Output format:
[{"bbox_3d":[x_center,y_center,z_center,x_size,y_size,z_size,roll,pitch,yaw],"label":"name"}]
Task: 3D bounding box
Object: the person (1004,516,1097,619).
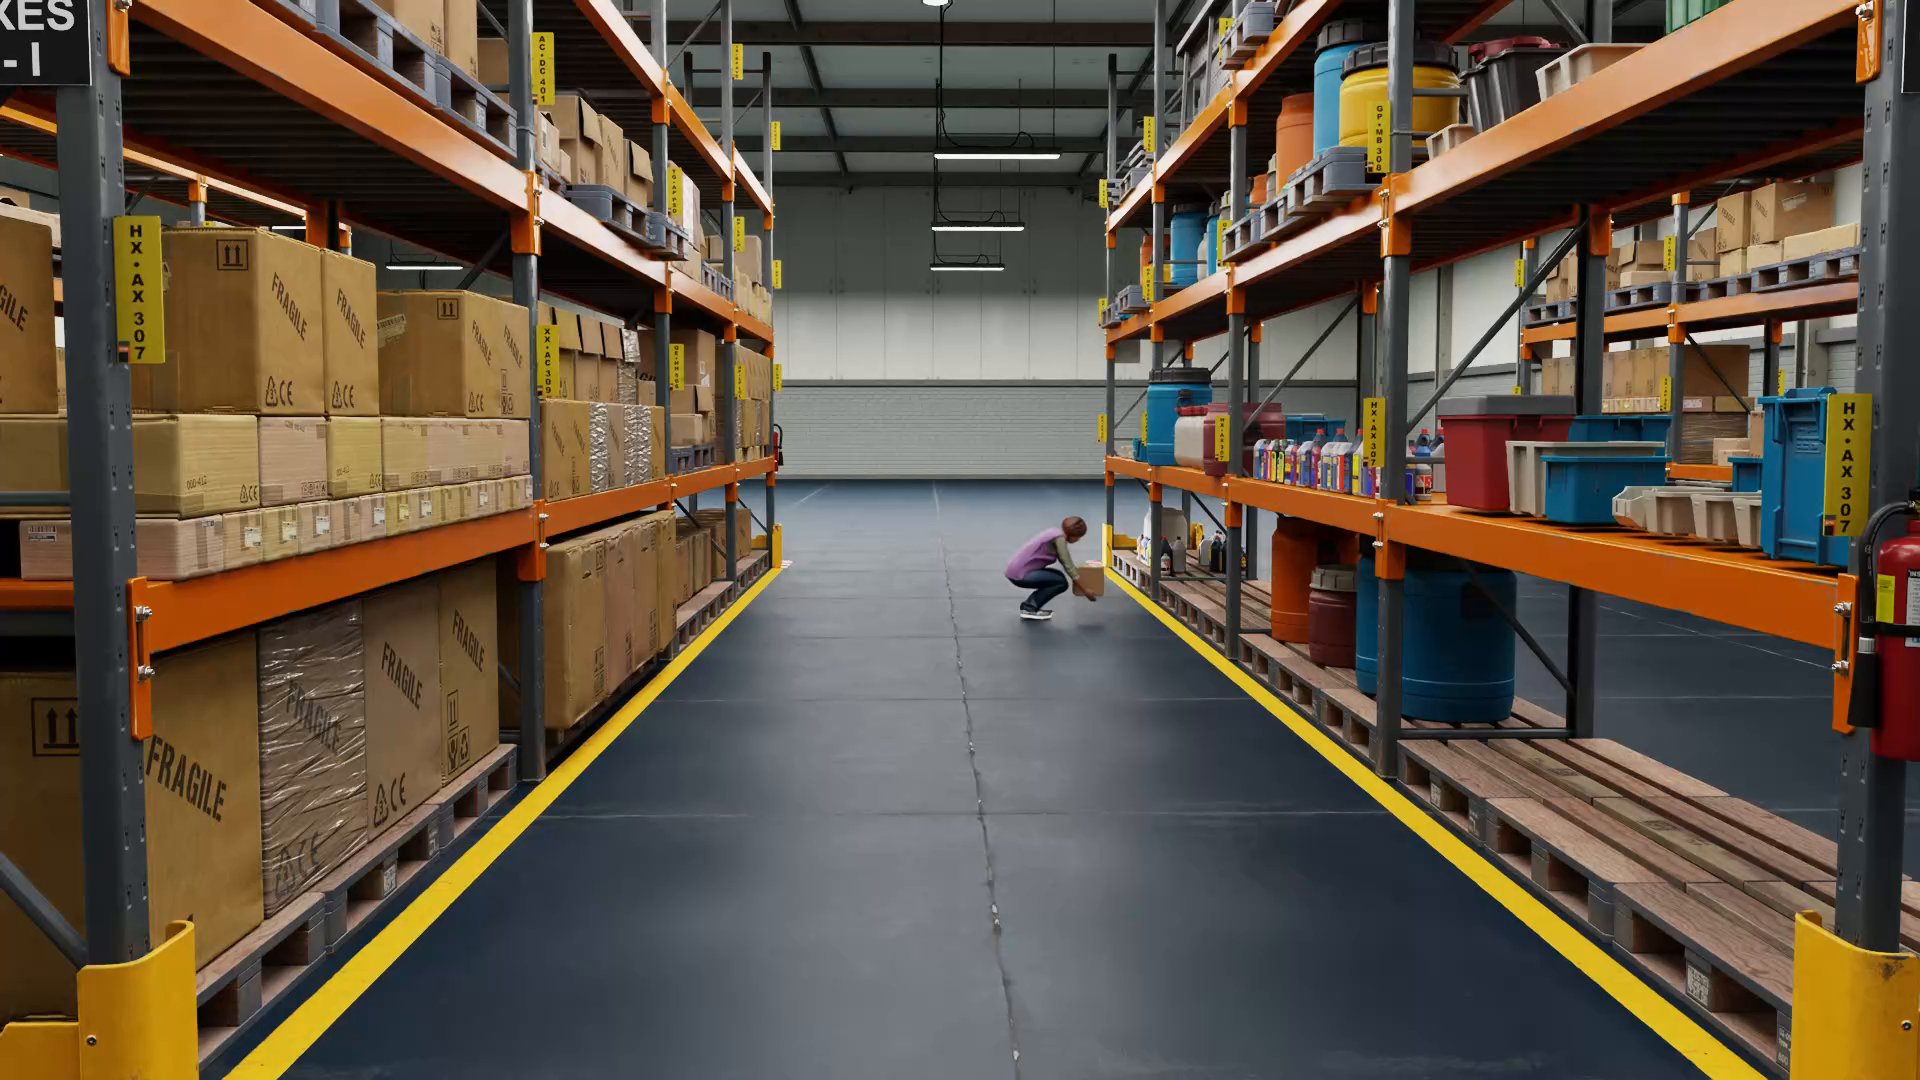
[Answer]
[{"bbox_3d":[0.779,0.245,14.476,0.807,0.876,0.467,0,4,-1],"label":"person"}]
